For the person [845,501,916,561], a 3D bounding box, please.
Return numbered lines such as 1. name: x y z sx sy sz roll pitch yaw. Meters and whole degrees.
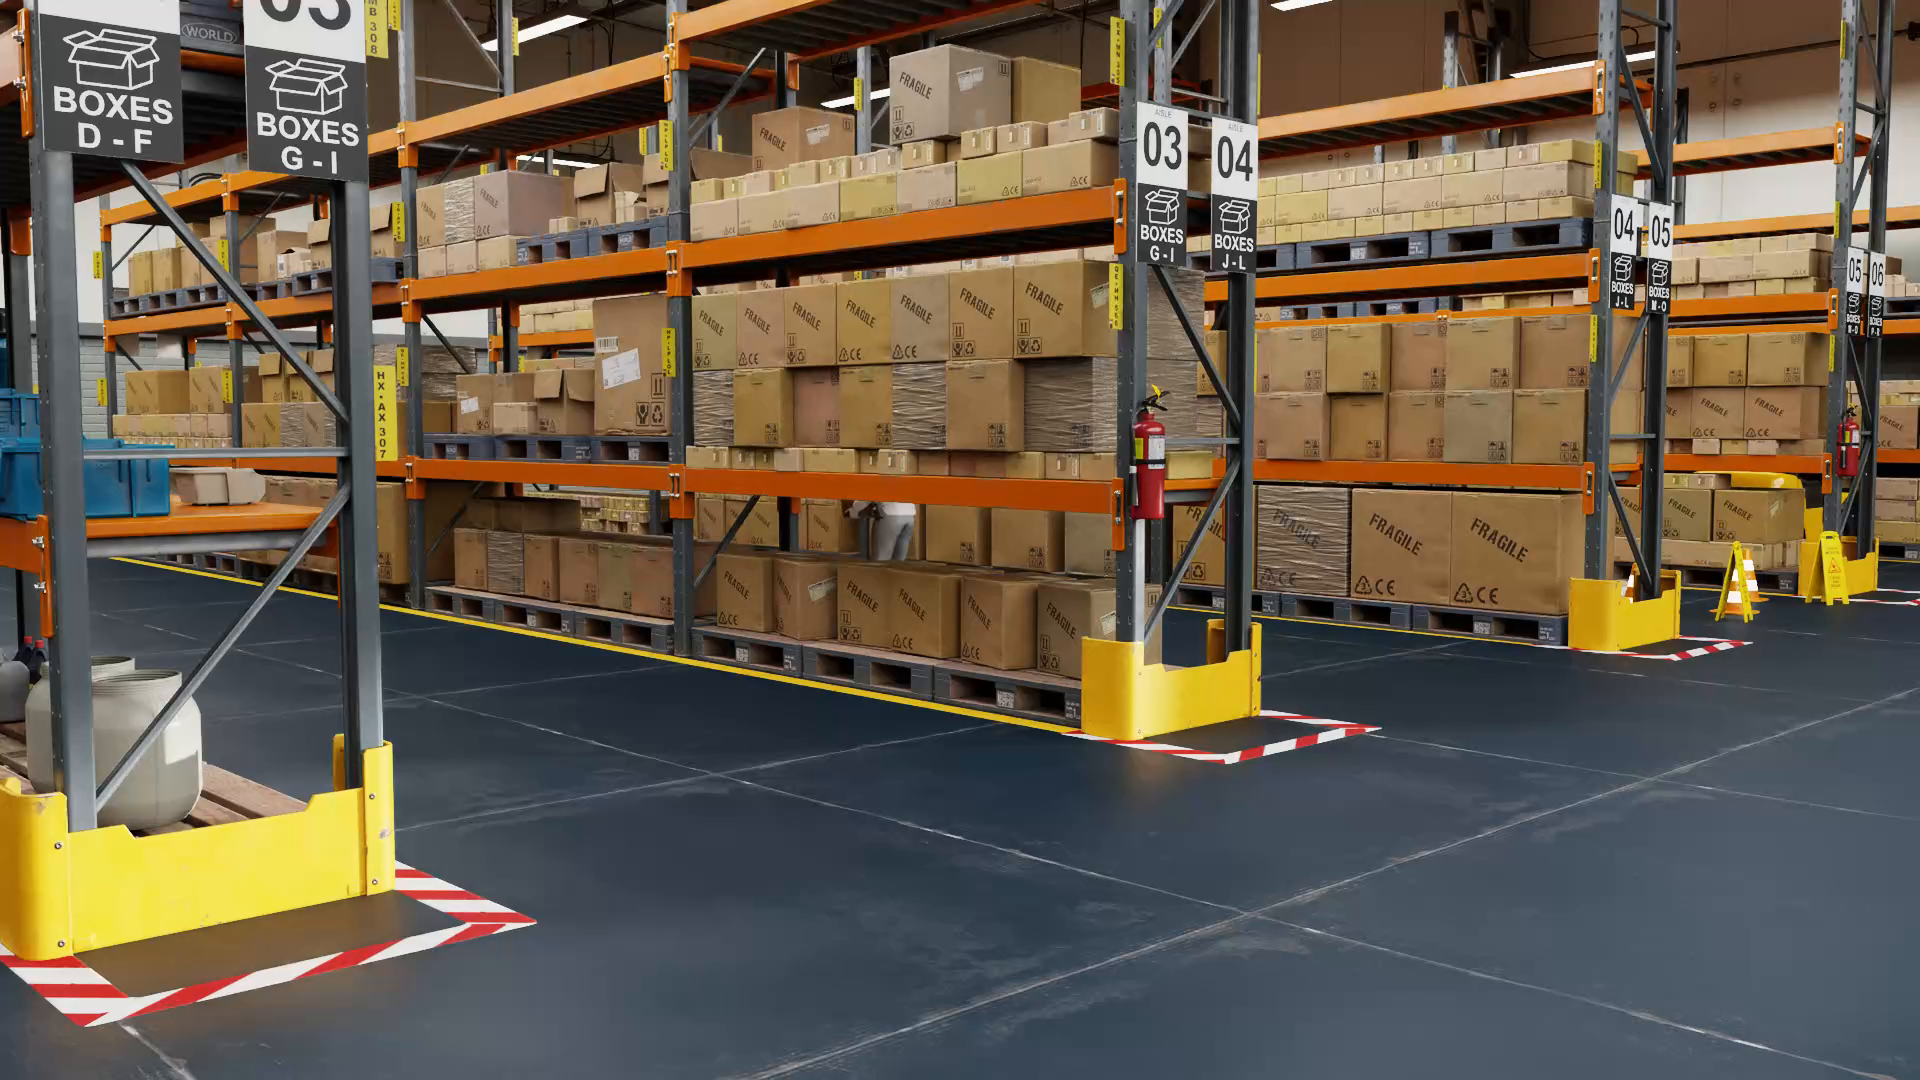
1. person: -0.581 -0.139 12.812 0.562 1.687 0.453 3 5 32
